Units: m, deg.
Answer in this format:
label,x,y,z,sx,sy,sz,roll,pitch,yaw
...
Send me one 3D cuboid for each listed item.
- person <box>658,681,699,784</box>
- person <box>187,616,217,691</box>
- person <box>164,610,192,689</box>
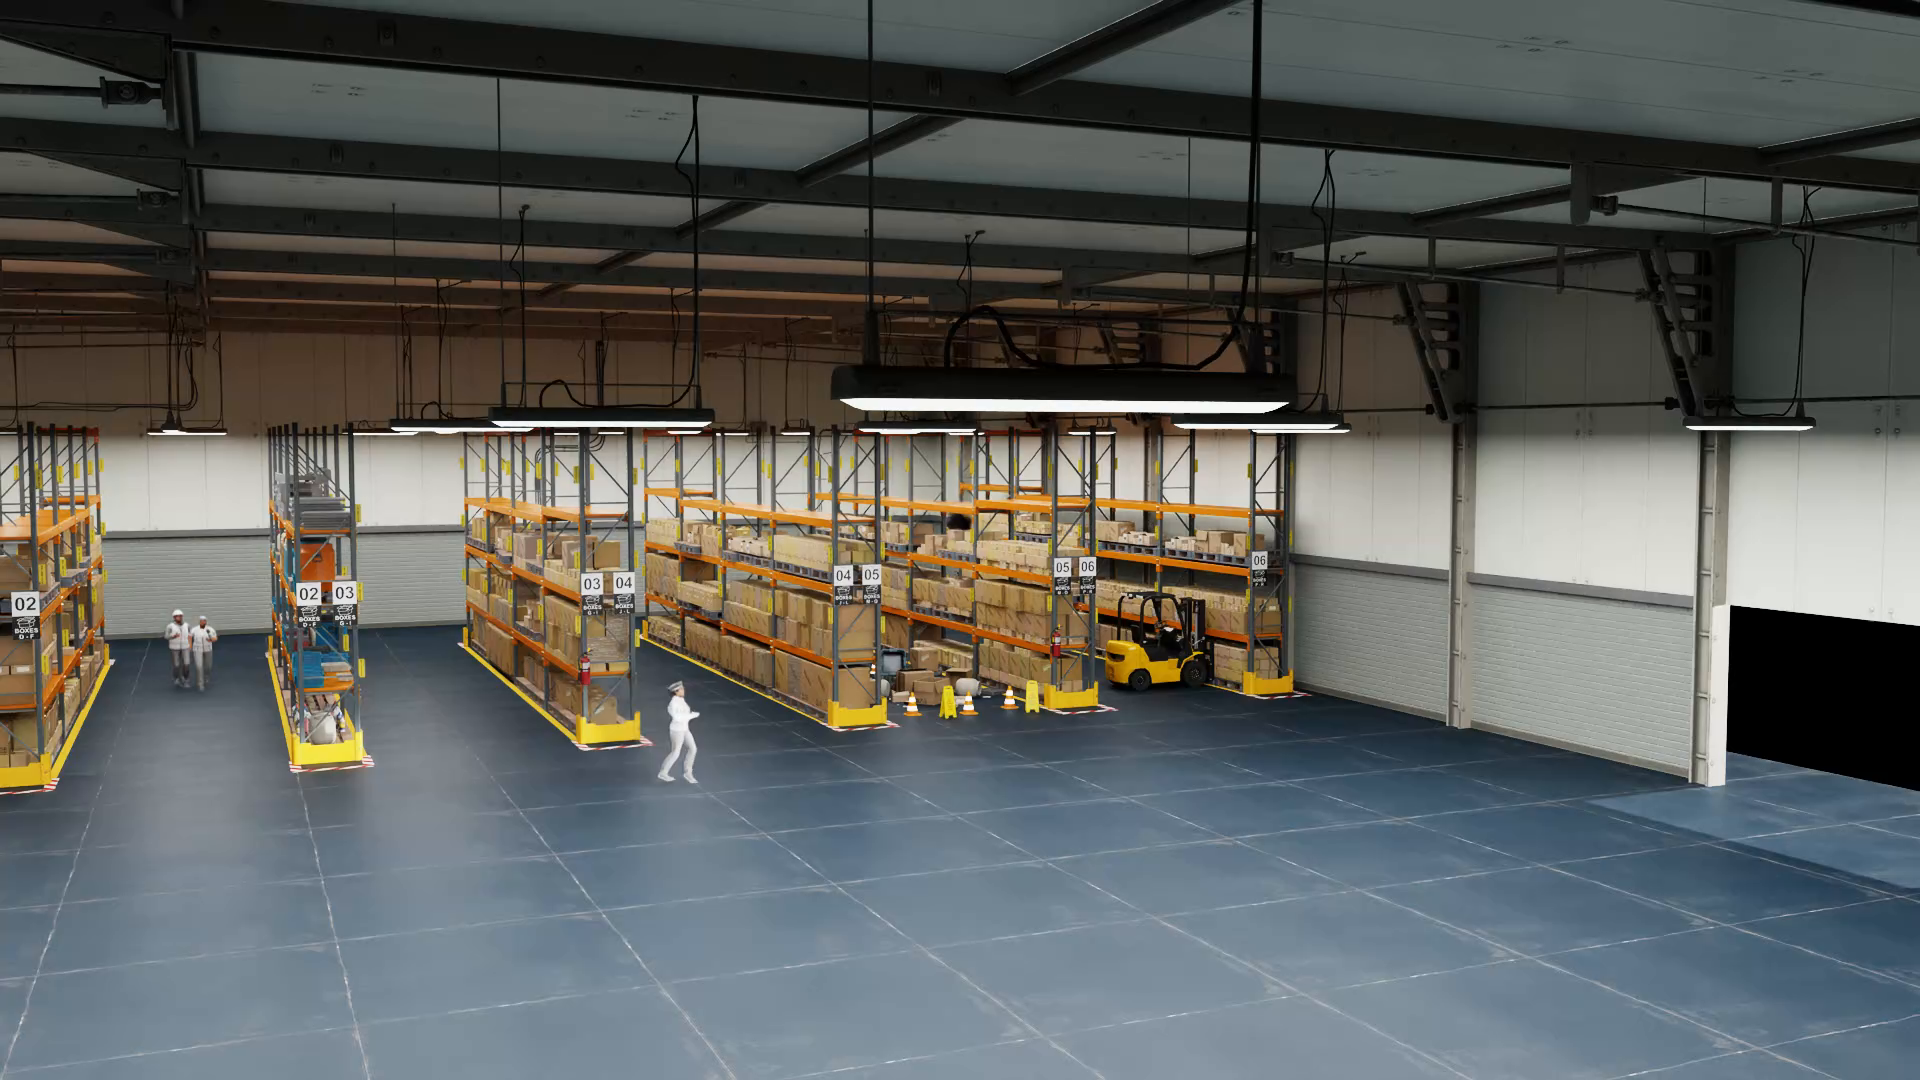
label,x,y,z,sx,sy,sz,roll,pitch,yaw
person,-4.642,3.195,27.500,0.712,1.747,0.594,0,4,6
person,-17.258,2.557,37.919,0.600,1.667,0.933,-2,4,-30
person,-17.882,2.510,38.109,0.639,1.825,0.734,-2,4,-35
